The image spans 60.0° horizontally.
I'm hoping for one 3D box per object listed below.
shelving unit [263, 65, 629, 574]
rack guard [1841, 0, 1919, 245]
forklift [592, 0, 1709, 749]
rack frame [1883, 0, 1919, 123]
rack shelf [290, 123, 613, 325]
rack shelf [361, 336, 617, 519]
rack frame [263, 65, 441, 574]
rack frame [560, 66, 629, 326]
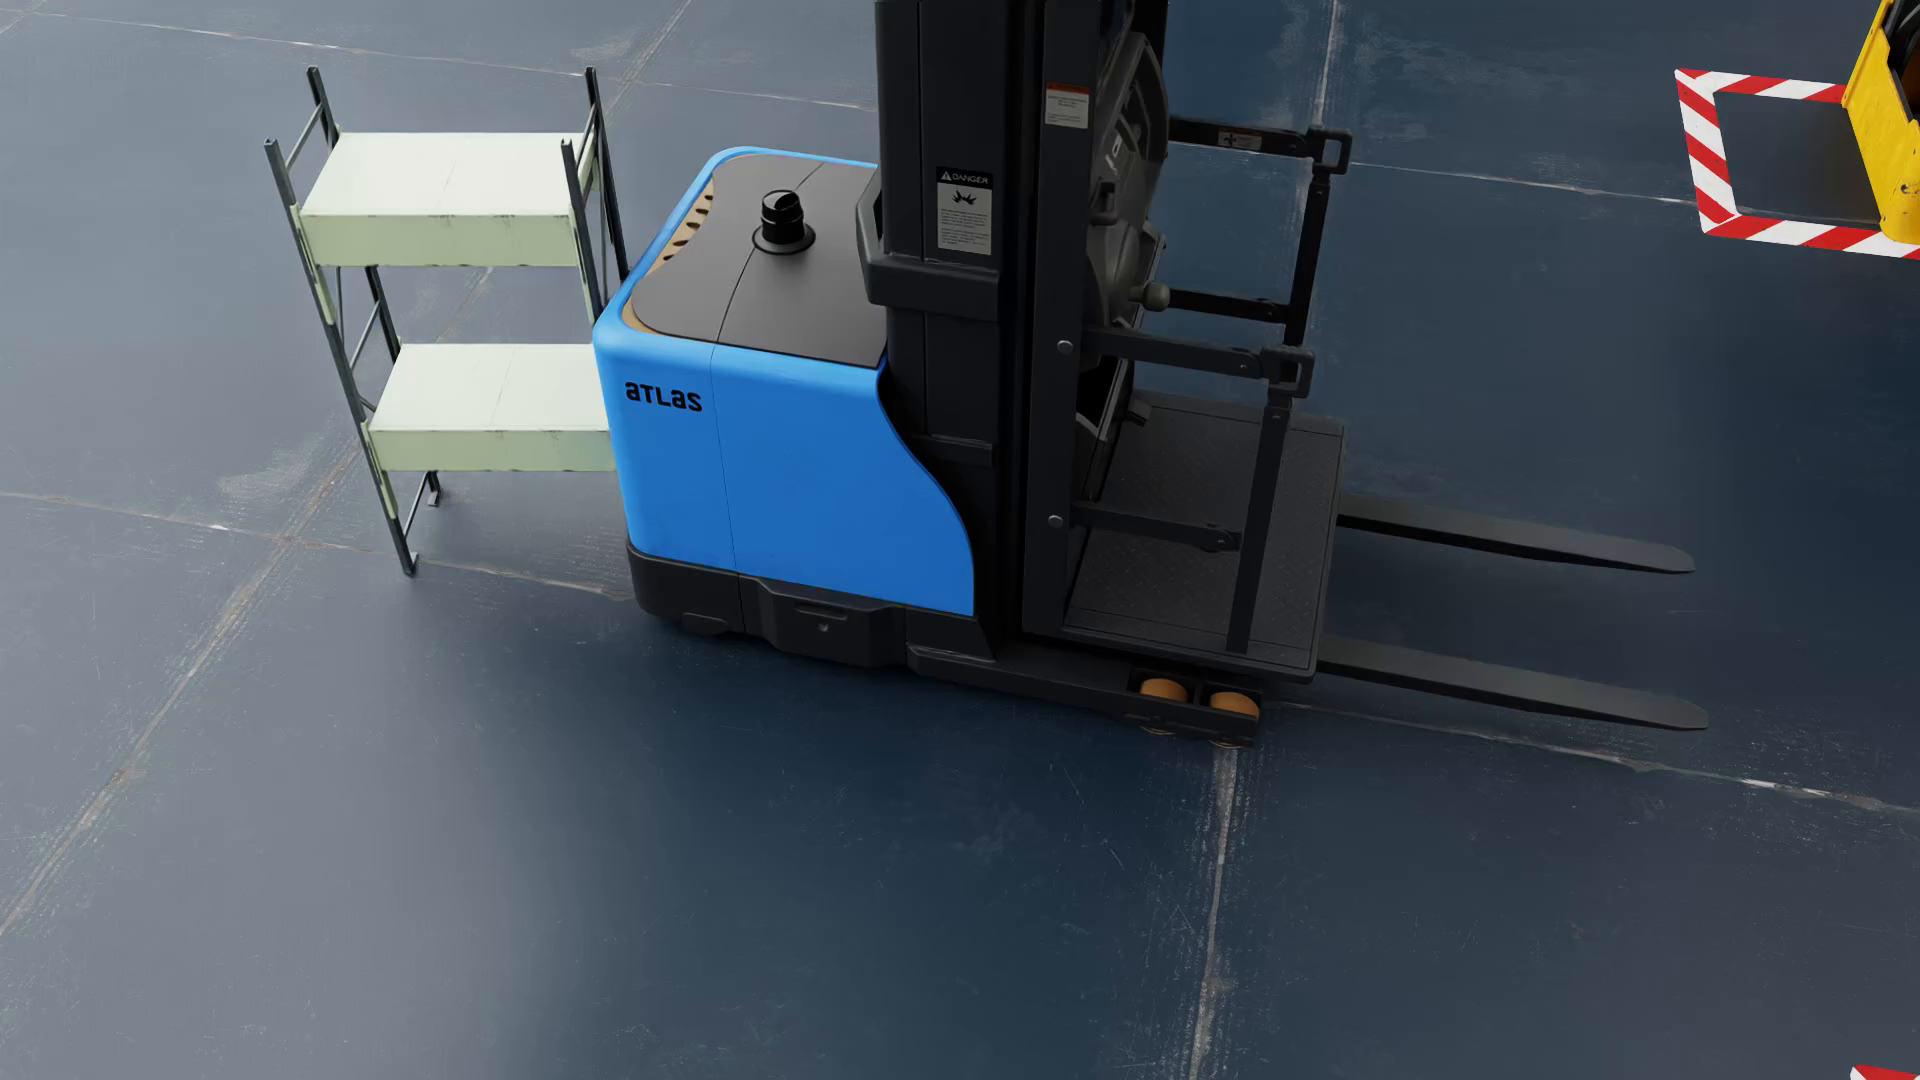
[{"bbox_3d":[-1.341,-0.573,4.764,0.755,1.500,0.431,0,44,0],"label":"shelving unit"},{"bbox_3d":[3.888,-1.710,6.666,0.348,0.500,1.175,9,45,9],"label":"rack guard"},{"bbox_3d":[0.604,-0.884,4.055,3.031,2.935,1.130,10,45,10],"label":"forklift"},{"bbox_3d":[3.814,-2.622,5.812,0.127,3.000,1.000,9,45,9],"label":"rack frame"},{"bbox_3d":[-1.341,-0.854,4.493,0.720,0.370,0.431,0,44,0],"label":"rack shelf"},{"bbox_3d":[-1.341,-0.338,4.990,0.720,0.370,0.431,0,44,0],"label":"rack shelf"},{"bbox_3d":[-1.707,-0.574,4.764,0.023,1.500,0.400,0,44,0],"label":"rack frame"},{"bbox_3d":[-0.975,-0.572,4.763,0.023,1.500,0.400,0,44,0],"label":"rack frame"}]
